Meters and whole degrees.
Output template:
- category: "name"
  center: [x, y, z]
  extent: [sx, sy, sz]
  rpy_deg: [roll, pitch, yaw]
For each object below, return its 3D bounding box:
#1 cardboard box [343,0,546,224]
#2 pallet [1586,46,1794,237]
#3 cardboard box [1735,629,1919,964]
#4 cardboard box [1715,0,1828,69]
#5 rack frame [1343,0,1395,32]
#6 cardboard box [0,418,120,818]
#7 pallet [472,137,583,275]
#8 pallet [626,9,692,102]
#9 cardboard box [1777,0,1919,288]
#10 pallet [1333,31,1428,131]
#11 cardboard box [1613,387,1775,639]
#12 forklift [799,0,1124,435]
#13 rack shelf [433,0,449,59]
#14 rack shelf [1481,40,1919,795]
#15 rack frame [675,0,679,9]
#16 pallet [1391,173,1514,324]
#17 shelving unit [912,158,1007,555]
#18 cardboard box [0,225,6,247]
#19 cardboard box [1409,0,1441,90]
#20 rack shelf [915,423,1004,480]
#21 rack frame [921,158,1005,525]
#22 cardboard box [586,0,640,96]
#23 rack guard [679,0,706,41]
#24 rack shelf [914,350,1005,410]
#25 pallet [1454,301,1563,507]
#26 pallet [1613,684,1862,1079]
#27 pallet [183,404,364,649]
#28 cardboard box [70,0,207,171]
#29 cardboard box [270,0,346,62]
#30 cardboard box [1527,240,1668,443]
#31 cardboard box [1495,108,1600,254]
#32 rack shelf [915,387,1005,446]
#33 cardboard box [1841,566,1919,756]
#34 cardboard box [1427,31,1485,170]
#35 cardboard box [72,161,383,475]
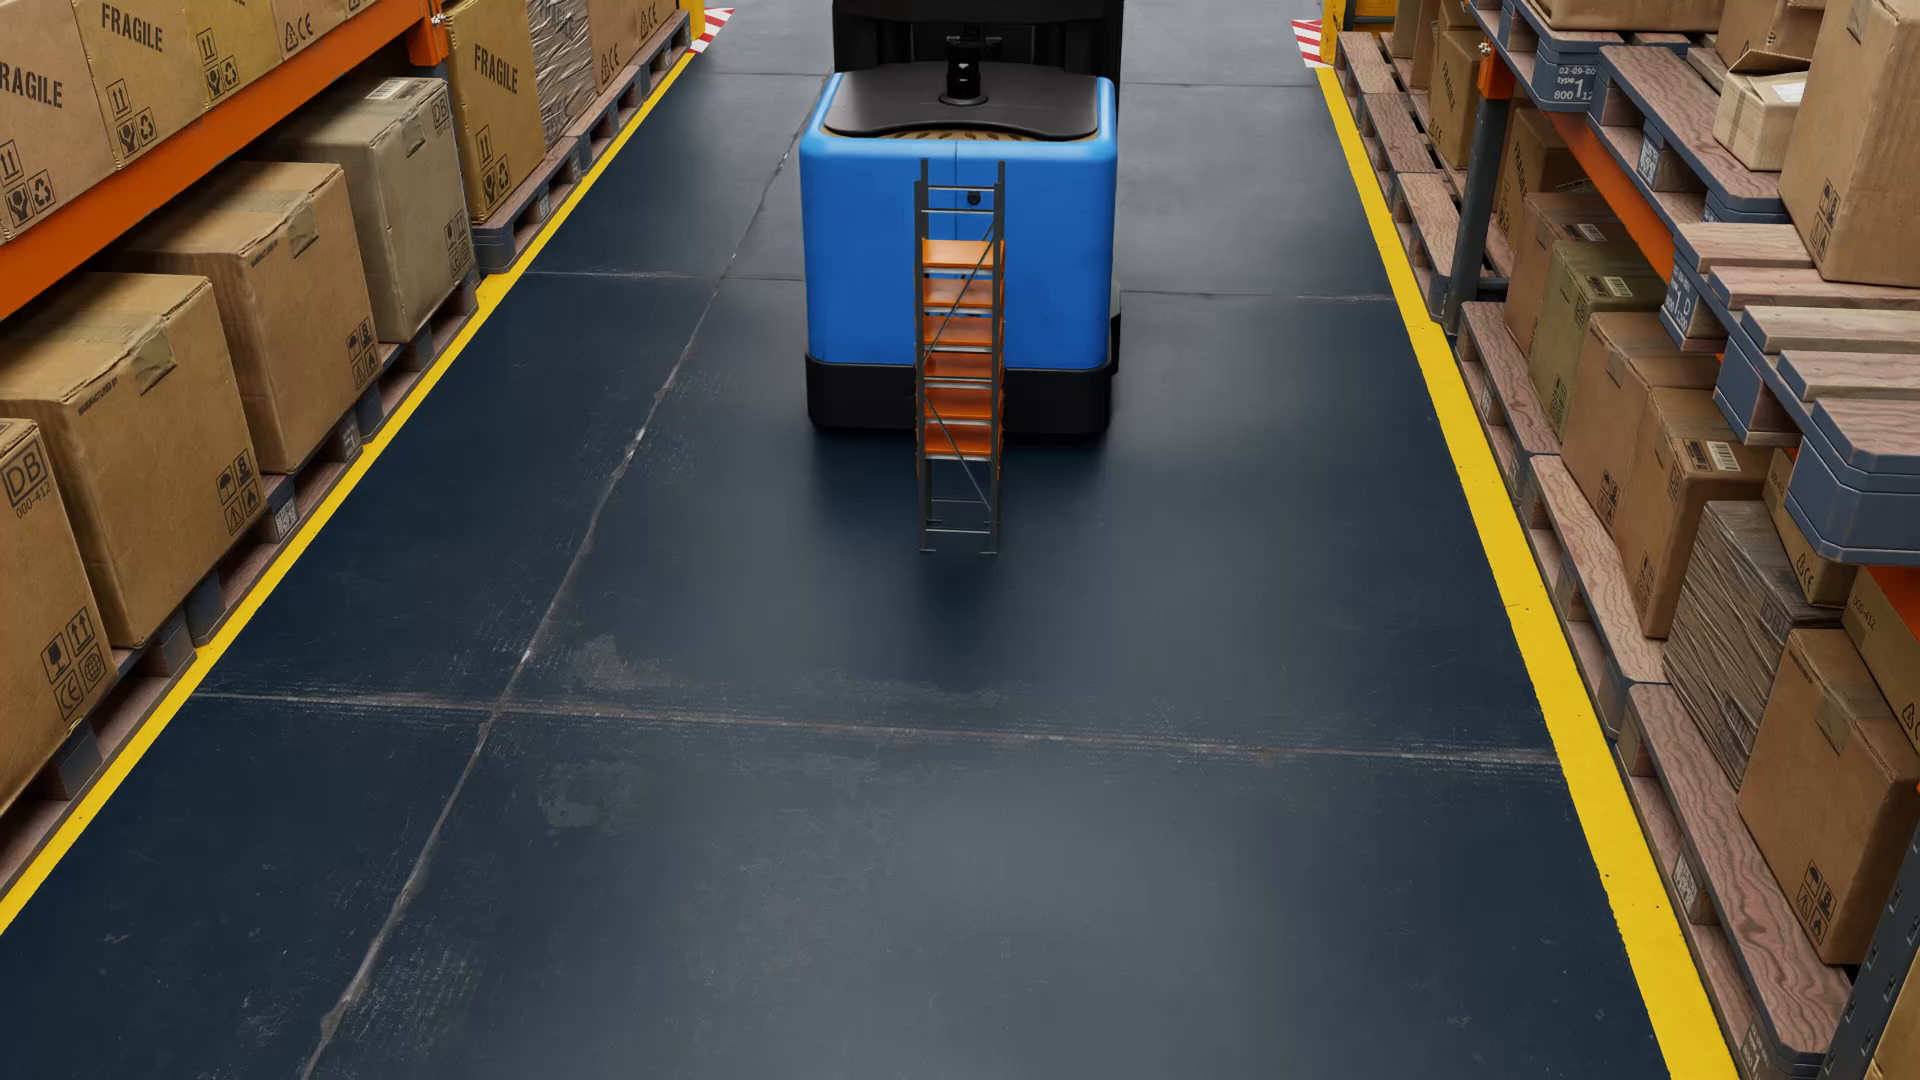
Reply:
- category: "cardboard box"
  center: [-2.397, -1.947, 7.174]
  extent: [0.875, 0.875, 0.875]
  rpy_deg: [3, 32, 5]
- category: "pallet"
  center: [2.212, -0.945, 4.108]
  extent: [1.003, 0.211, 1.213]
  rpy_deg: [2, 32, 4]
- category: "cardboard box"
  center: [2.126, 0.536, 3.485]
  extent: [0.700, 0.500, 0.500]
  rpy_deg: [1, 32, 1]
- category: "cardboard box"
  center: [2.368, -1.394, 4.154]
  extent: [0.797, 0.503, 0.637]
  rpy_deg: [6, 32, 9]
- category: "rack frame"
  center: [2.743, -4.173, 9.163]
  extent: [1.000, 3.000, 0.127]
  rpy_deg: [2, 32, 4]
- category: "cardboard box"
  center: [-2.704, 0.210, 3.795]
  extent: [1.050, 0.750, 0.750]
  rpy_deg: [2, 32, 3]
- category: "pallet"
  center: [-2.378, -1.554, 7.570]
  extent: [1.003, 0.211, 1.213]
  rpy_deg: [2, 32, 4]
- category: "pallet"
  center: [-2.179, -2.829, 9.640]
  extent: [1.003, 0.211, 1.213]
  rpy_deg: [2, 32, 4]
- category: "cardboard box"
  center: [2.042, -0.792, 3.180]
  extent: [0.700, 0.500, 0.500]
  rpy_deg: [7, 32, 11]
- category: "pallet"
  center: [2.636, -2.523, 9.143]
  extent: [1.003, 0.211, 1.213]
  rpy_deg: [2, 32, 4]
- category: "cardboard box"
  center: [2.198, -0.052, 4.438]
  extent: [0.700, 0.500, 0.500]
  rpy_deg: [5, 32, 8]
- category: "forklift"
  center: [0.083, -2.354, 6.276]
  extent: [1.130, 2.935, 3.031]
  rpy_deg: [2, 32, 3]
- category: "rack shelf"
  center: [-2.355, -3.086, 8.084]
  extent: [1.077, 0.370, 4.000]
  rpy_deg: [2, 32, 4]
- category: "rack shelf"
  center: [2.255, -0.730, 4.261]
  extent: [1.077, 0.370, 4.000]
  rpy_deg: [2, 32, 4]
- category: "rack frame"
  center: [-2.192, -4.438, 9.592]
  extent: [1.000, 3.000, 0.127]
  rpy_deg: [2, 32, 4]
- category: "pallet"
  center: [2.437, -1.247, 7.073]
  extent: [1.003, 0.211, 1.213]
  rpy_deg: [2, 32, 4]
- category: "shelving unit"
  center: [0.001, -0.518, 4.947]
  extent: [0.258, 1.200, 0.189]
  rpy_deg: [2, 32, 4]
- category: "cardboard box"
  center: [-2.499, -0.787, 3.572]
  extent: [0.500, 0.500, 0.500]
  rpy_deg: [2, 32, 4]
- category: "cardboard box"
  center: [2.661, -2.648, 8.670]
  extent: [0.500, 0.500, 0.500]
  rpy_deg: [11, 33, 17]
- category: "rack shelf"
  center: [0.001, -0.276, 5.097]
  extent: [0.258, 0.103, 0.180]
  rpy_deg: [2, 32, 4]
- category: "rack frame"
  center: [0.009, -0.566, 5.025]
  extent: [0.240, 1.200, 0.006]
  rpy_deg: [2, 32, 4]
- category: "cardboard box"
  center: [-2.251, -2.895, 8.713]
  extent: [0.875, 0.875, 0.875]
  rpy_deg: [2, 32, 3]
- category: "rack guard"
  center: [-2.190, -3.386, 10.269]
  extent: [1.175, 0.500, 0.348]
  rpy_deg: [2, 32, 4]
- category: "rack shelf"
  center: [0.001, -0.481, 4.971]
  extent: [0.258, 0.103, 0.180]
  rpy_deg: [2, 32, 4]
- category: "pallet"
  center: [2.356, -0.487, 5.840]
  extent: [1.003, 0.211, 1.213]
  rpy_deg: [2, 32, 4]
- category: "pallet"
  center: [2.157, 0.788, 3.769]
  extent: [1.003, 0.211, 1.213]
  rpy_deg: [2, 32, 4]
- category: "pallet"
  center: [-2.602, -0.113, 5.232]
  extent: [1.003, 0.211, 1.213]
  rpy_deg: [2, 32, 4]
- category: "cardboard box"
  center: [-2.415, -1.311, 4.422]
  extent: [0.500, 0.500, 0.500]
  rpy_deg: [2, 32, 3]
- category: "cardboard box"
  center: [-2.335, -1.841, 5.282]
  extent: [0.500, 0.500, 0.500]
  rpy_deg: [2, 32, 3]
- category: "cardboard box"
  center: [2.288, -0.636, 5.386]
  extent: [0.700, 0.500, 0.500]
  rpy_deg: [2, 32, 4]
- category: "cardboard box"
  center: [2.490, -1.404, 6.651]
  extent: [0.500, 0.500, 0.500]
  rpy_deg: [2, 32, 2]
- category: "rack shelf"
  center: [0.001, -0.378, 5.034]
  extent: [0.258, 0.103, 0.180]
  rpy_deg: [2, 32, 4]
- category: "cardboard box"
  center: [2.116, 0.216, 3.289]
  extent: [0.500, 0.250, 0.500]
  rpy_deg: [4, 32, 6]
- category: "cardboard box"
  center: [2.501, -2.032, 7.670]
  extent: [0.500, 0.500, 0.500]
  rpy_deg: [0, 32, 0]
- category: "cardboard box"
  center: [-2.561, -0.735, 5.327]
  extent: [1.050, 0.750, 0.750]
  rpy_deg: [2, 32, 4]
